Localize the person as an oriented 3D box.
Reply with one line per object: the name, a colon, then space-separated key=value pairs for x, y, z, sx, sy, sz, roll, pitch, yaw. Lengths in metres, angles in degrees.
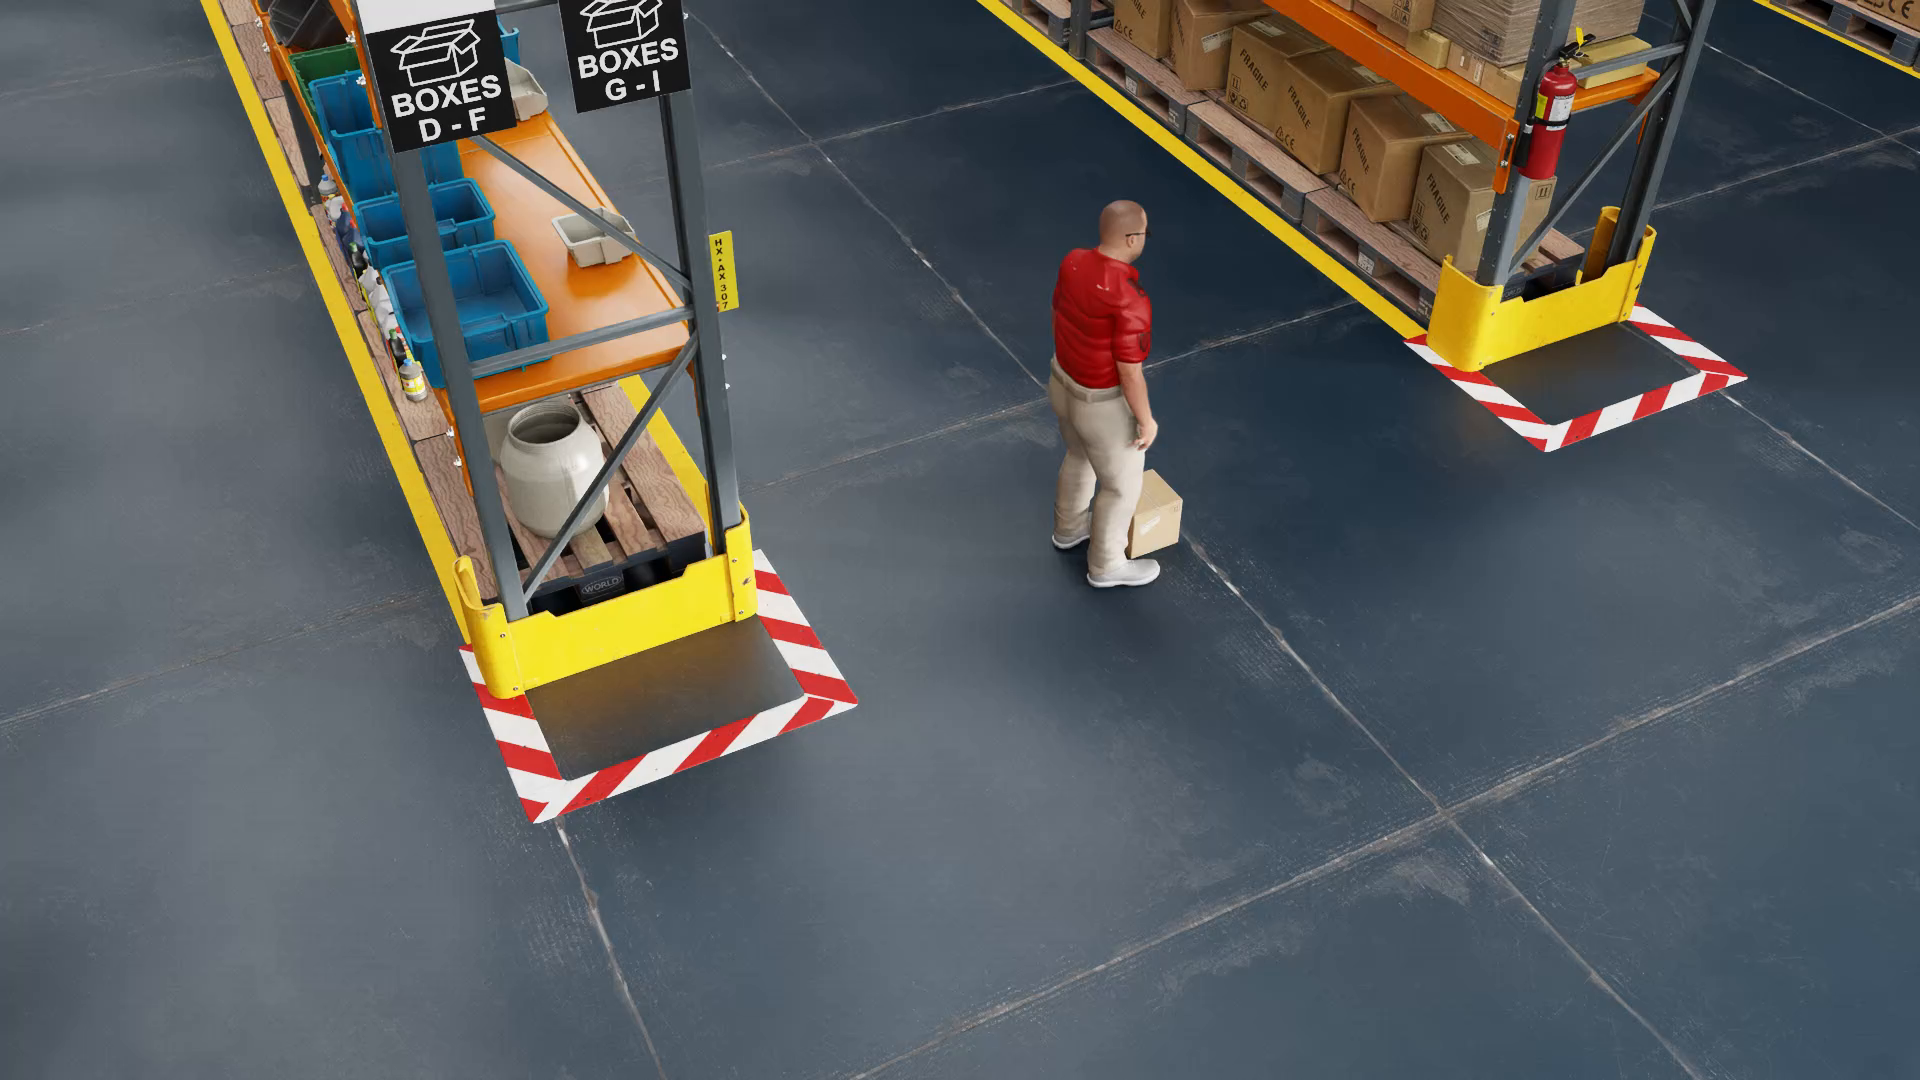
person: x=0.590 y=-0.600 z=6.858 sx=0.392 sy=1.728 sz=0.603 roll=-21 pitch=45 yaw=-22
